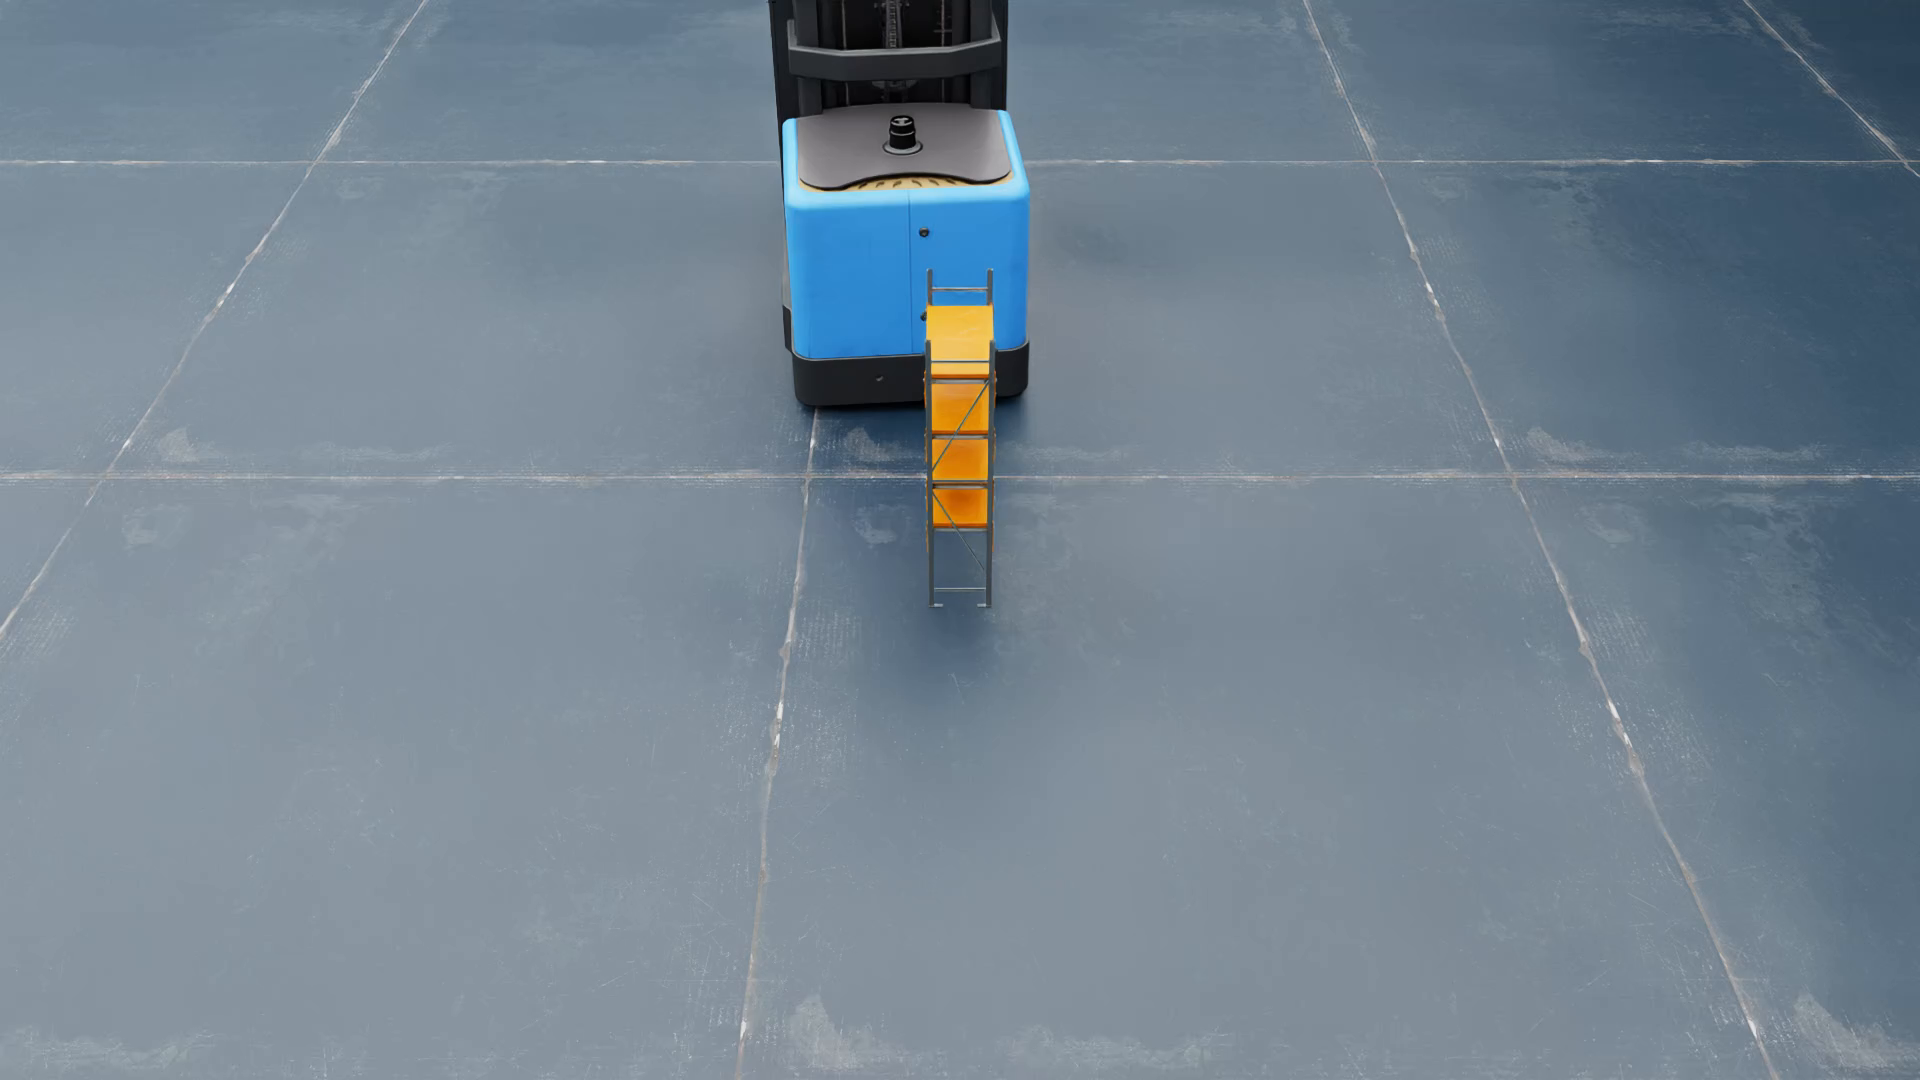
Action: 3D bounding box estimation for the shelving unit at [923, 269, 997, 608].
[{"bbox_3d":[0.000,-0.365,6.246,0.258,1.200,0.503,0,39,0],"label":"shelving unit"}]

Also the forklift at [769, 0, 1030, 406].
[{"bbox_3d":[-0.348,-2.648,7.711,1.130,2.935,3.031,-3,39,-4],"label":"forklift"}]

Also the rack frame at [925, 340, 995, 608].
[{"bbox_3d":[0.000,-0.212,6.055,0.240,1.200,0.015,0,39,0],"label":"rack frame"}]

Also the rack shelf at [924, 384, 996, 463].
[{"bbox_3d":[0.000,-0.487,6.148,0.258,0.148,0.480,0,39,0],"label":"rack shelf"}]

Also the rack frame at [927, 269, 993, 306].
[{"bbox_3d":[0.000,-0.517,6.436,0.240,1.200,0.015,0,39,0],"label":"rack frame"}]

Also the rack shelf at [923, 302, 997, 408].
[{"bbox_3d":[0.000,-0.671,6.000,0.258,0.148,0.480,0,39,0],"label":"rack shelf"}]

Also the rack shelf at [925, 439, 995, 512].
[{"bbox_3d":[0.000,-0.312,6.288,0.258,0.148,0.480,0,39,0],"label":"rack shelf"}]

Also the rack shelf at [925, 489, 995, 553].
[{"bbox_3d":[0.000,-0.157,6.412,0.258,0.148,0.480,0,39,0],"label":"rack shelf"}]
